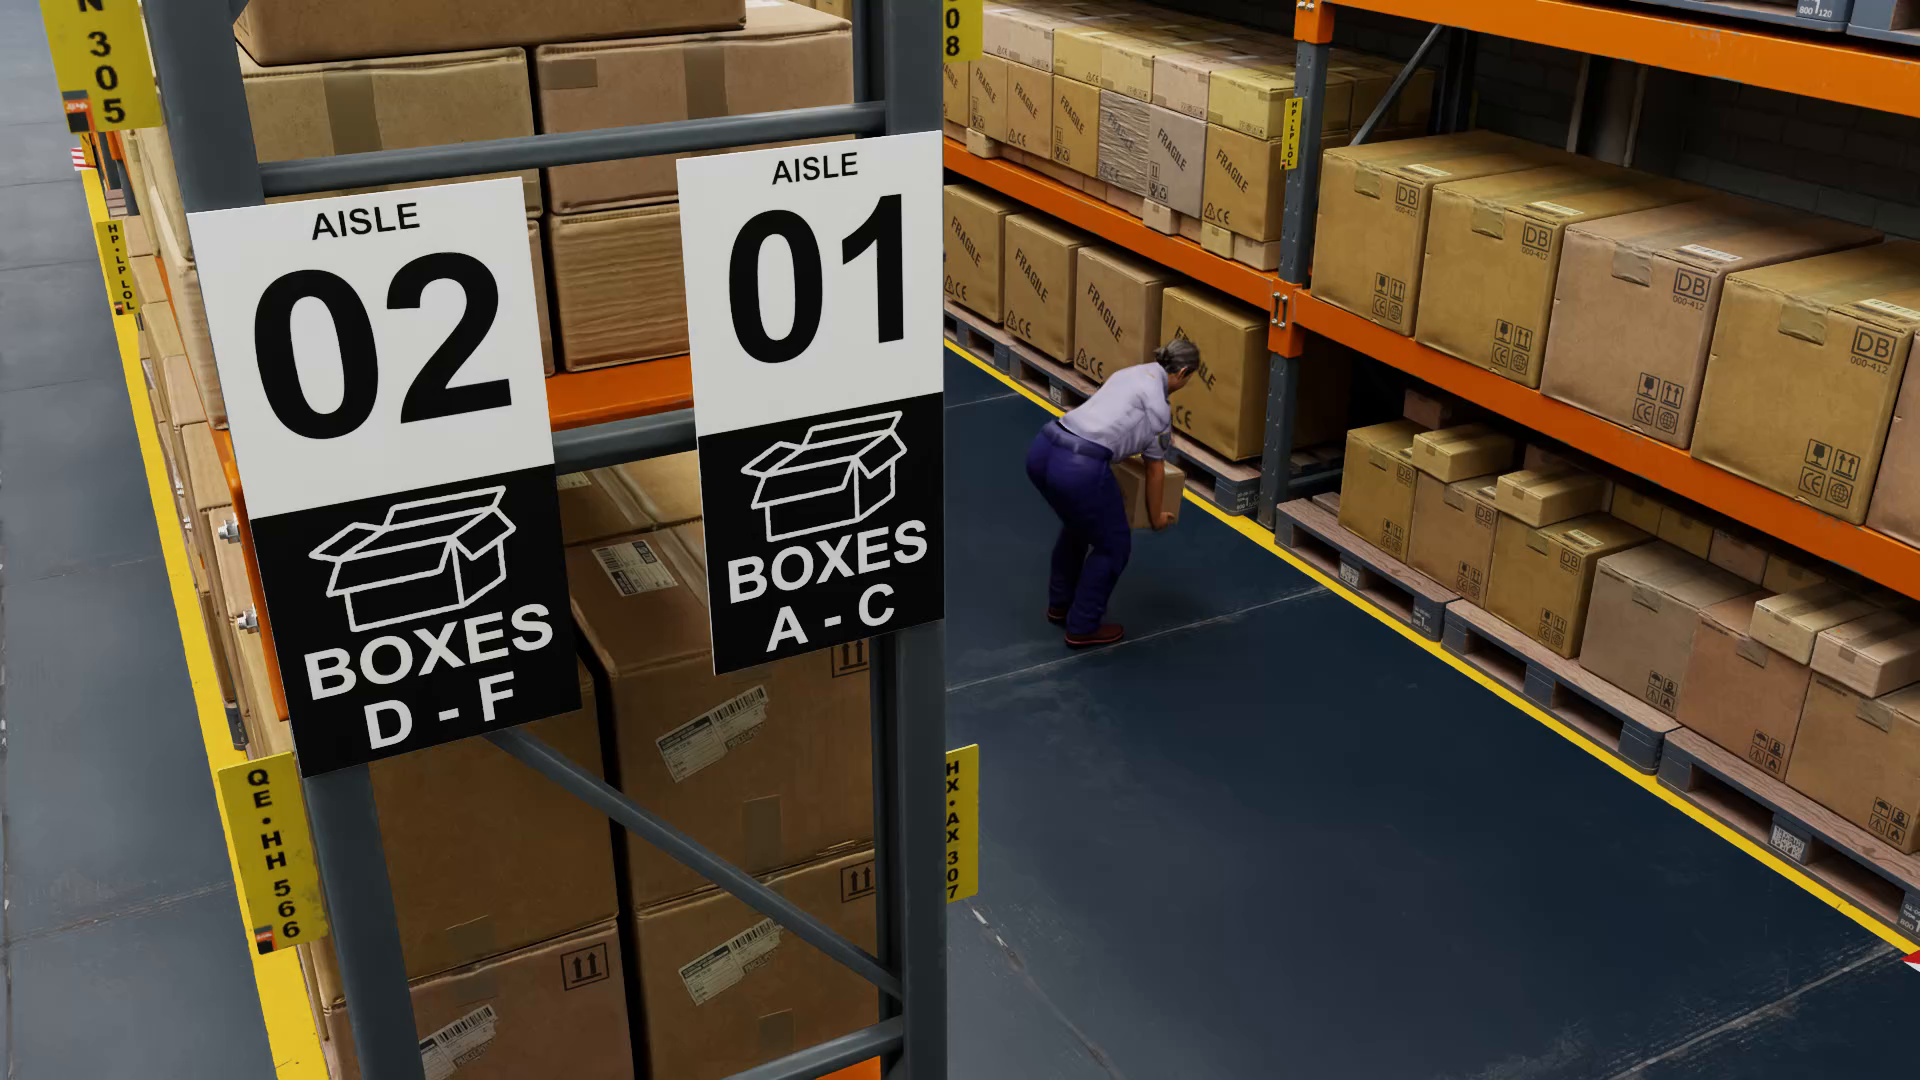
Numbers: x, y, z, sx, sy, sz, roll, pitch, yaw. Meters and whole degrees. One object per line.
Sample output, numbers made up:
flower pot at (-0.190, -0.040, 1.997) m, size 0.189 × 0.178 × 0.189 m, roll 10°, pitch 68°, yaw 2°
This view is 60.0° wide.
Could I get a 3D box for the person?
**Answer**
person at (0.704, -0.214, 7.480) m, size 0.824 × 1.303 × 0.444 m, roll -14°, pitch 29°, yaw -26°
